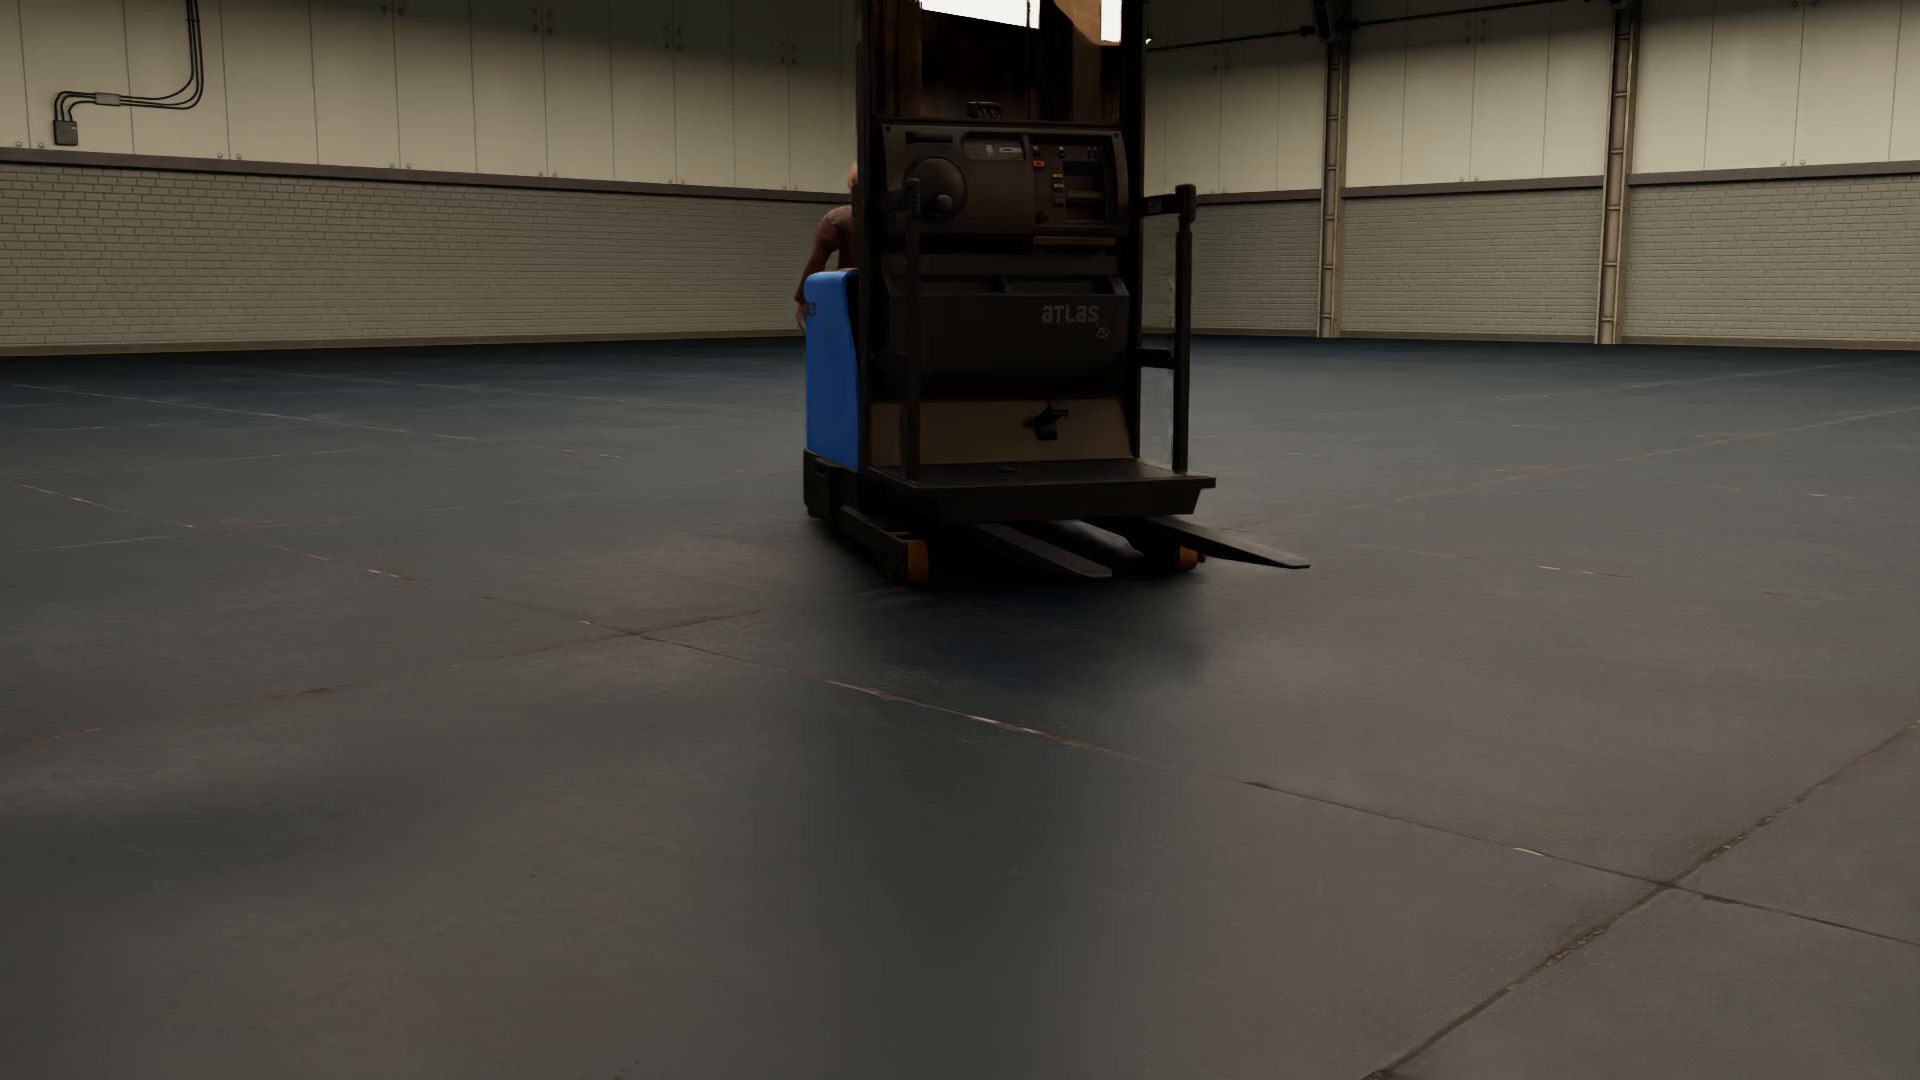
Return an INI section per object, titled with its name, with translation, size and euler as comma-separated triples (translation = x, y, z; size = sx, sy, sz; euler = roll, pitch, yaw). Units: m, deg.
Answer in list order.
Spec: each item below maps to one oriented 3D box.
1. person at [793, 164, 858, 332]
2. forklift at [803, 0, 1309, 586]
[person]
translation = -0.564, -1.337, 9.795
size = 0.810, 1.739, 0.553
euler = 0, 9, -1
[forklift]
translation = 0.234, -1.357, 5.883
size = 1.130, 2.935, 3.031
euler = -3, 9, -17
